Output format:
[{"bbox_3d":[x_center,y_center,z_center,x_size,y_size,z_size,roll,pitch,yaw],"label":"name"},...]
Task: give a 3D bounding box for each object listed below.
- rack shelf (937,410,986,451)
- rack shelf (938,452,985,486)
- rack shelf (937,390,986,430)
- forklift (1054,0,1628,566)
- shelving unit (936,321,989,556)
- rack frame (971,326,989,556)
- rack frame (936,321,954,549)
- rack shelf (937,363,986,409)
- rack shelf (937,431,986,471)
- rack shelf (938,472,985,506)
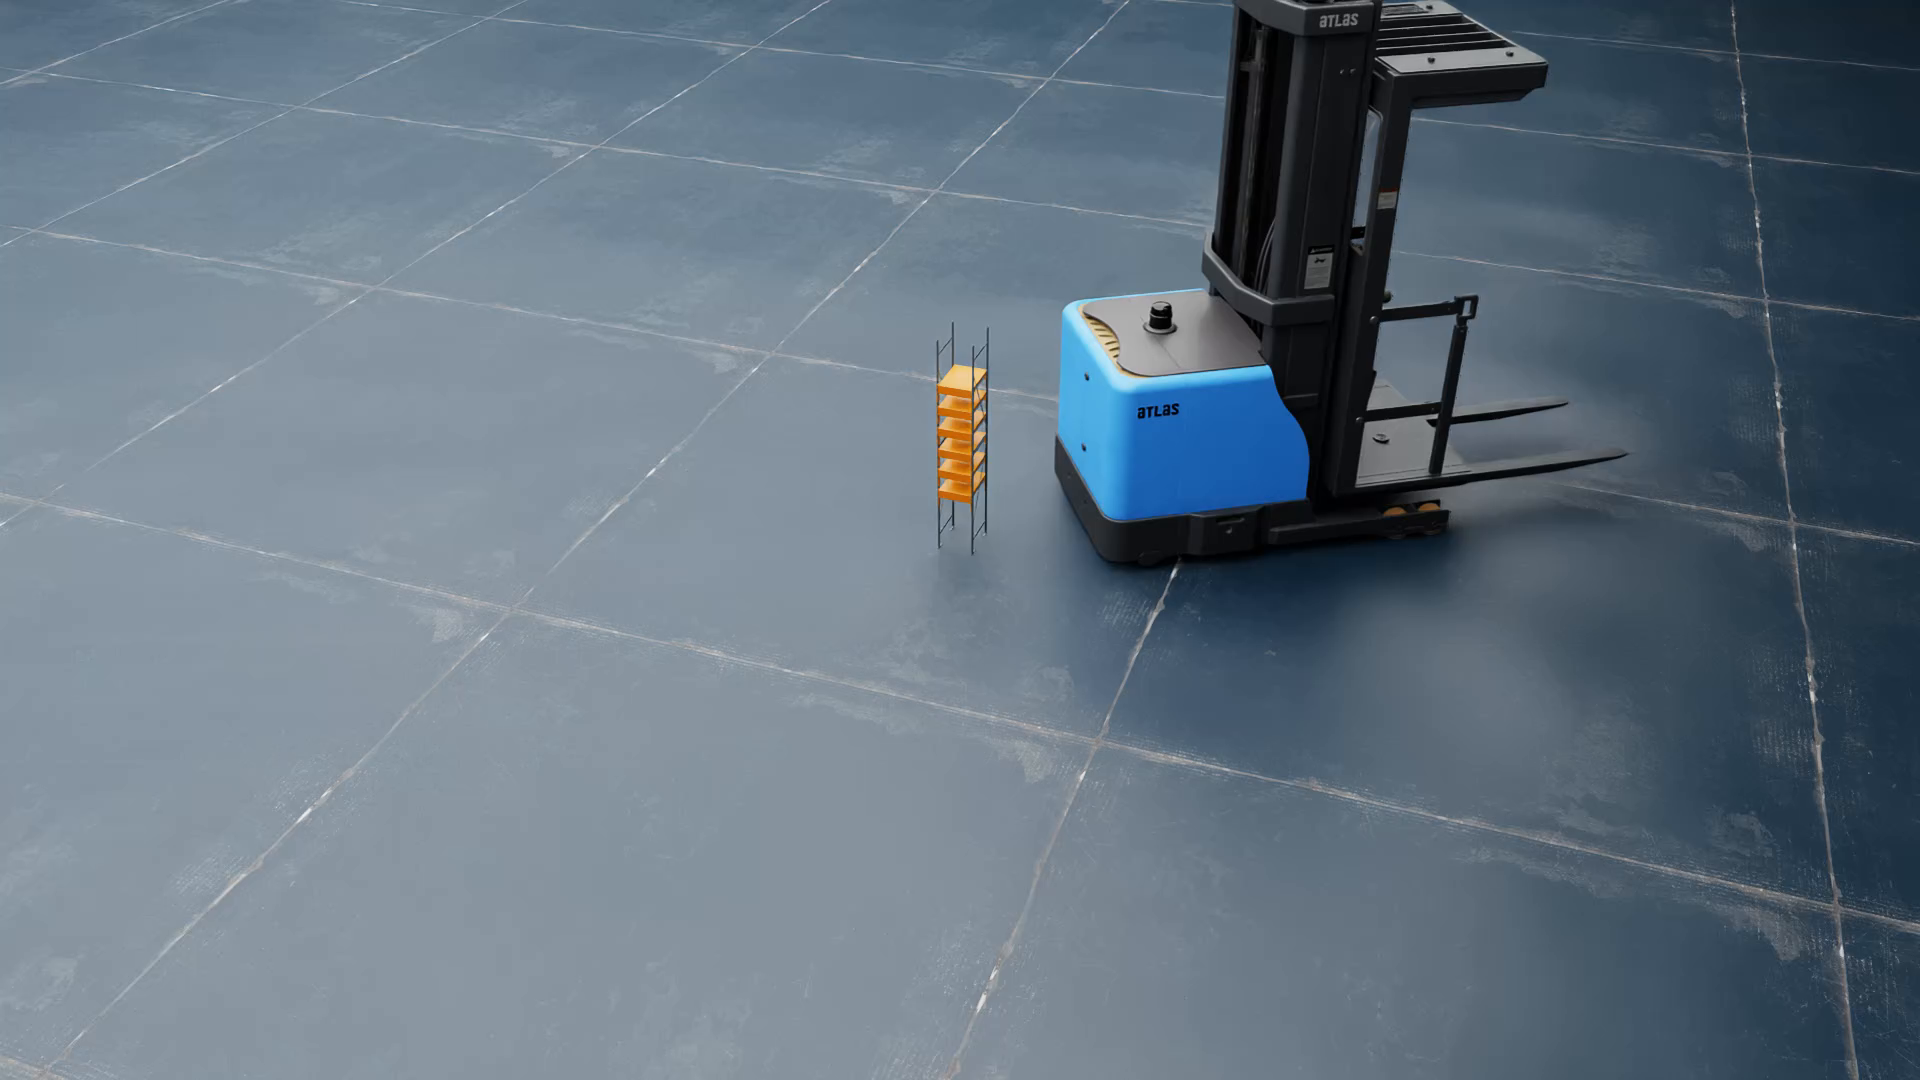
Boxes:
[{"bbox_3d":[0.014,-0.565,8.379,0.180,0.103,0.258,11,34,16],"label":"rack shelf"},{"bbox_3d":[0.014,-0.363,8.510,0.180,0.103,0.258,11,34,16],"label":"rack shelf"},{"bbox_3d":[0.014,-0.666,8.314,0.180,0.103,0.258,11,34,16],"label":"rack shelf"},{"bbox_3d":[2.095,-1.507,8.382,3.031,2.935,1.130,-7,34,-11],"label":"forklift"},{"bbox_3d":[0.014,-0.501,8.420,0.189,1.200,0.258,11,34,16],"label":"shelving unit"},{"bbox_3d":[0.100,-0.485,8.395,0.006,1.200,0.240,11,34,16],"label":"rack frame"},{"bbox_3d":[-0.073,-0.518,8.446,0.006,1.200,0.240,11,34,16],"label":"rack frame"},{"bbox_3d":[0.014,-0.767,8.249,0.180,0.103,0.258,11,34,16],"label":"rack shelf"},{"bbox_3d":[0.014,-0.464,8.445,0.180,0.103,0.258,11,34,16],"label":"rack shelf"},{"bbox_3d":[0.014,-0.262,8.575,0.180,0.103,0.258,11,34,16],"label":"rack shelf"}]
